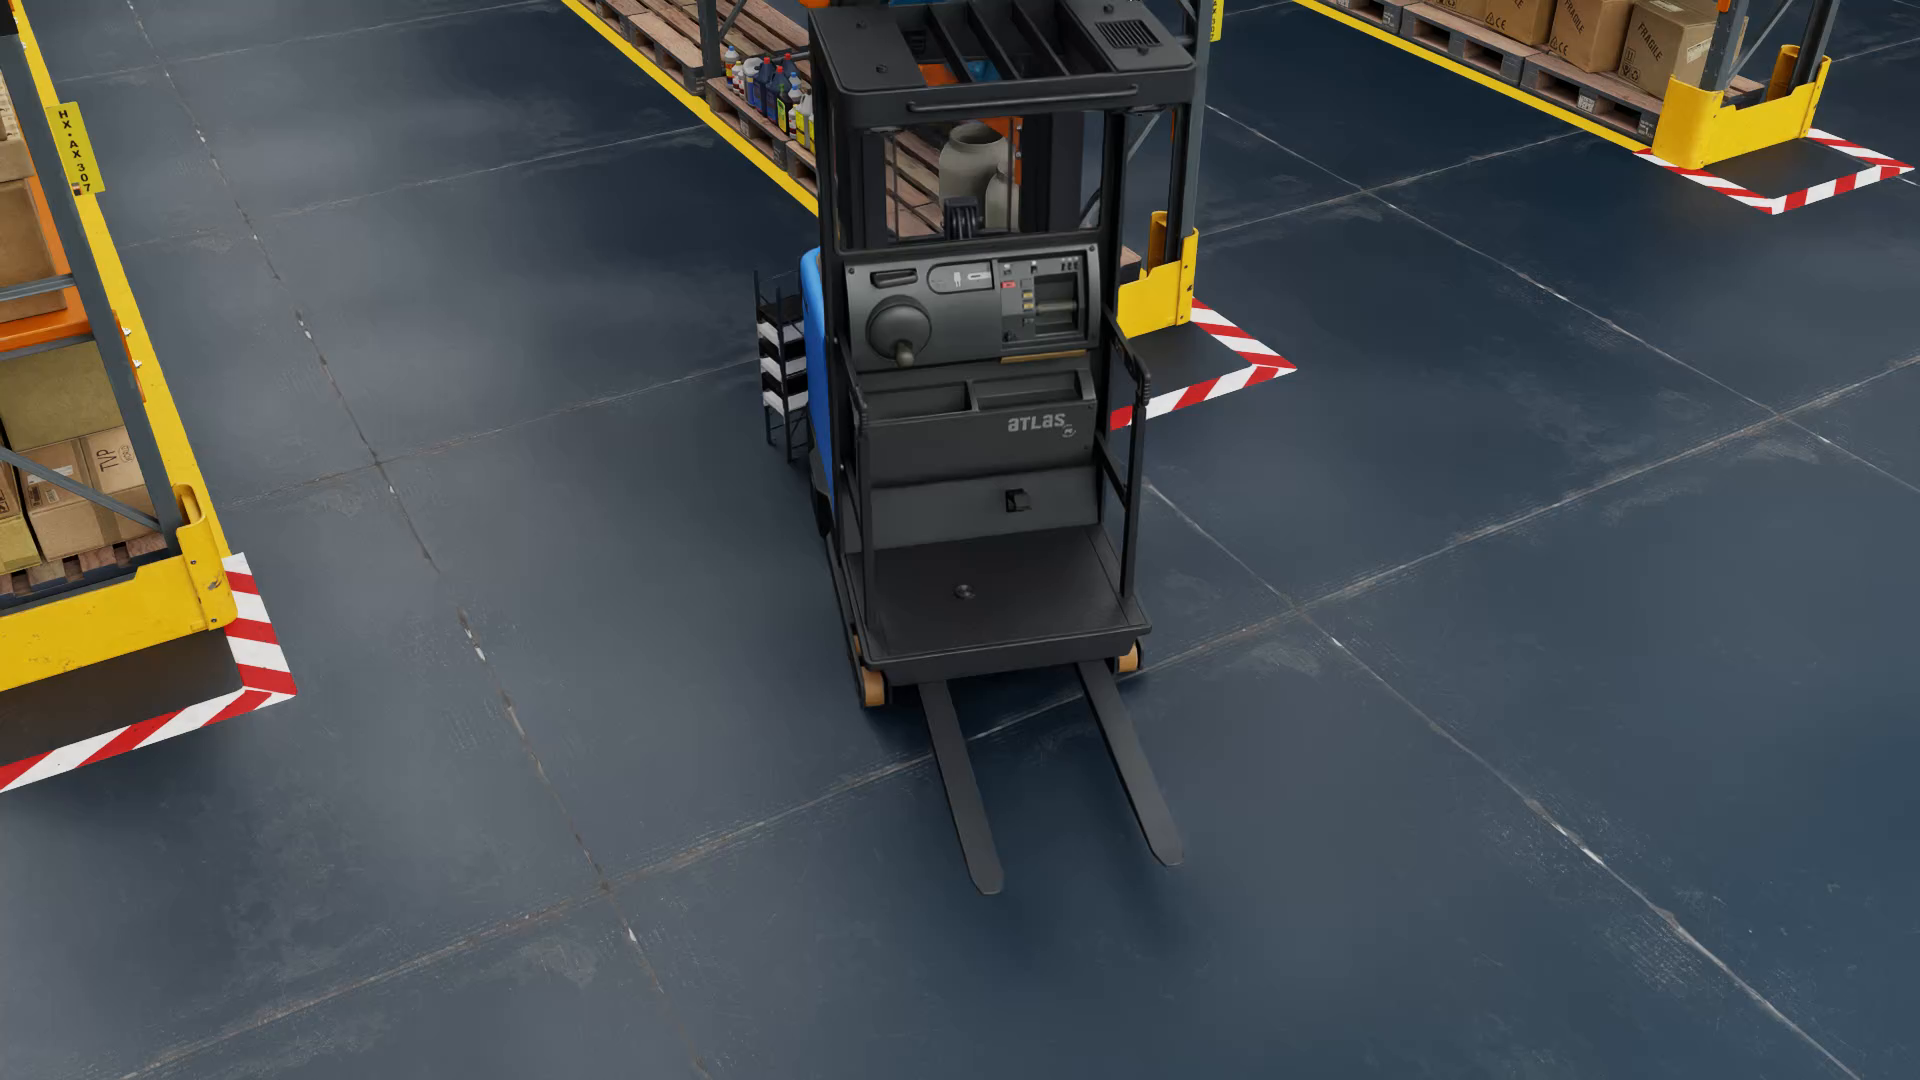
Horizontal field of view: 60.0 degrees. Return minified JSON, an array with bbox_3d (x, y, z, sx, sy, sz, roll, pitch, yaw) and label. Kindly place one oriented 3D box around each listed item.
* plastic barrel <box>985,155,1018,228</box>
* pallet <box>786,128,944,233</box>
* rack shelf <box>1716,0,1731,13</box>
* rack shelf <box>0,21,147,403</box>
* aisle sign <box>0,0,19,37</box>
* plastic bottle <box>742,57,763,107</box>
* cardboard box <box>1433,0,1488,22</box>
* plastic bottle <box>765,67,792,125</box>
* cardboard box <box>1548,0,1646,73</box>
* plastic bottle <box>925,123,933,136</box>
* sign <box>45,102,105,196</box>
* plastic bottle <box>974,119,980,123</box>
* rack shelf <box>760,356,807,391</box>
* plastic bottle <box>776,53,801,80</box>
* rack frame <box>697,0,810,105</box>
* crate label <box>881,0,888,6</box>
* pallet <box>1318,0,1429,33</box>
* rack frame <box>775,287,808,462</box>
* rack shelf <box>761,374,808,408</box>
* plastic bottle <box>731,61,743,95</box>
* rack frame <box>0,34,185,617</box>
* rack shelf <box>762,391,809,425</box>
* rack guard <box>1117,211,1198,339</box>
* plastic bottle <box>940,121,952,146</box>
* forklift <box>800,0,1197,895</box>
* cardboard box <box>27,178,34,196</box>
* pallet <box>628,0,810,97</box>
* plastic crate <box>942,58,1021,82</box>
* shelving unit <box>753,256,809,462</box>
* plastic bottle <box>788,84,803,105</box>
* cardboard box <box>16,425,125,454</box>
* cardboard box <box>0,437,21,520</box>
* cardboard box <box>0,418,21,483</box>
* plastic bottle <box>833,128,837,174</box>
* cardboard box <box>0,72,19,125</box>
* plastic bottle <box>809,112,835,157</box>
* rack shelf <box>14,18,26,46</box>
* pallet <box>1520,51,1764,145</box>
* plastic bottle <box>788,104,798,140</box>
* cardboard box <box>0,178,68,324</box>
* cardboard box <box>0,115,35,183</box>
[{"bbox_3d":[0.344,-1.752,8.859,0.421,0.512,0.421,0,36,0],"label":"plastic barrel"},{"bbox_3d":[-0.350,-2.210,10.097,1.003,0.211,1.213,-19,40,-24],"label":"pallet"},{"bbox_3d":[4.019,-4.471,11.438,1.077,0.370,4.000,-19,40,-24],"label":"rack shelf"},{"bbox_3d":[-4.548,-1.538,7.422,1.077,0.370,4.000,-19,40,-24],"label":"rack shelf"},{"bbox_3d":[-3.246,-1.915,5.125,0.394,0.787,0.004,-19,40,-24],"label":"aisle sign"},{"bbox_3d":[-1.301,-2.942,10.672,0.152,0.276,0.135,-17,40,-22],"label":"plastic bottle"},{"bbox_3d":[3.855,-4.143,12.142,0.500,0.500,0.500,-23,42,-28],"label":"cardboard box"},{"bbox_3d":[-1.127,-2.791,10.401,0.144,0.351,0.185,-21,41,-26],"label":"plastic bottle"},{"bbox_3d":[4.394,-3.520,11.289,0.500,0.500,0.500,-9,37,-12],"label":"cardboard box"},{"bbox_3d":[-0.173,-2.615,10.287,0.097,0.201,0.097,0,36,0],"label":"plastic bottle"},{"bbox_3d":[-3.061,-1.351,5.756,0.100,0.325,0.005,-19,40,-24],"label":"sign"},{"bbox_3d":[0.100,-2.367,9.888,0.097,0.271,0.097,0,36,0],"label":"plastic bottle"},{"bbox_3d":[-0.758,-0.793,7.629,0.258,0.077,0.200,-22,41,-27],"label":"rack shelf"},{"bbox_3d":[-1.097,-2.930,10.591,0.144,0.351,0.185,-19,40,-24],"label":"plastic bottle"},{"bbox_3d":[-1.269,-4.314,10.613,1.000,3.000,0.127,-19,40,-24],"label":"rack frame"},{"bbox_3d":[-0.417,-3.147,8.985,0.502,0.435,0.616,-19,40,-24],"label":"crate label"},{"bbox_3d":[3.382,-4.323,12.991,1.003,0.211,1.213,-19,40,-24],"label":"pallet"},{"bbox_3d":[-0.701,-0.770,7.541,0.240,0.900,0.006,-22,41,-27],"label":"rack frame"},{"bbox_3d":[-0.758,-0.720,7.682,0.258,0.077,0.200,-22,41,-27],"label":"rack shelf"},{"bbox_3d":[-1.436,-3.017,10.837,0.097,0.201,0.097,0,36,0],"label":"plastic bottle"},{"bbox_3d":[-3.544,-0.808,5.813,1.000,3.000,0.127,-19,40,-24],"label":"rack frame"},{"bbox_3d":[-0.758,-0.647,7.735,0.258,0.077,0.200,-22,41,-27],"label":"rack shelf"},{"bbox_3d":[0.662,-1.289,8.591,1.175,0.500,0.348,-19,40,-24],"label":"rack guard"},{"bbox_3d":[-0.073,-2.542,10.127,0.097,0.271,0.097,0,36,0],"label":"plastic bottle"},{"bbox_3d":[0.097,-0.784,5.838,1.130,2.935,3.031,-7,37,-9],"label":"forklift"},{"bbox_3d":[-4.280,-1.612,6.829,0.700,0.500,0.500,-19,40,-24],"label":"cardboard box"},{"bbox_3d":[-1.697,-3.577,11.968,1.003,0.211,1.213,-19,40,-24],"label":"pallet"},{"bbox_3d":[0.231,-2.380,8.092,0.499,0.251,0.616,-19,40,-24],"label":"plastic crate"},{"bbox_3d":[-0.758,-0.820,7.609,0.258,0.900,0.210,-22,41,-27],"label":"shelving unit"},{"bbox_3d":[-1.021,-2.695,10.337,0.097,0.271,0.097,0,36,0],"label":"plastic bottle"},{"bbox_3d":[-3.875,-0.461,7.313,0.500,0.250,0.500,-19,40,-24],"label":"cardboard box"},{"bbox_3d":[-4.070,-0.355,6.533,0.500,0.500,0.500,-19,40,-24],"label":"cardboard box"},{"bbox_3d":[-4.330,-0.305,7.099,0.500,0.250,0.500,-19,40,-24],"label":"cardboard box"},{"bbox_3d":[-0.664,-2.295,9.785,0.152,0.276,0.135,-19,40,-24],"label":"plastic bottle"},{"bbox_3d":[-3.814,-1.636,6.312,0.380,0.149,0.250,-19,40,-24],"label":"cardboard box"},{"bbox_3d":[-0.820,-2.479,9.974,0.144,0.351,0.185,-17,40,-22],"label":"plastic bottle"},{"bbox_3d":[-6.558,-3.577,10.215,1.077,0.370,4.000,-19,40,-24],"label":"rack shelf"},{"bbox_3d":[4.608,-3.079,11.287,1.003,0.211,1.213,-19,40,-24],"label":"pallet"},{"bbox_3d":[-1.005,-2.579,10.238,0.097,0.201,0.097,0,36,0],"label":"plastic bottle"},{"bbox_3d":[-3.767,-1.090,6.115,0.700,0.500,0.500,-19,40,-24],"label":"cardboard box"},{"bbox_3d":[-3.555,-1.374,5.954,0.380,0.149,0.250,-19,40,-24],"label":"cardboard box"}]
